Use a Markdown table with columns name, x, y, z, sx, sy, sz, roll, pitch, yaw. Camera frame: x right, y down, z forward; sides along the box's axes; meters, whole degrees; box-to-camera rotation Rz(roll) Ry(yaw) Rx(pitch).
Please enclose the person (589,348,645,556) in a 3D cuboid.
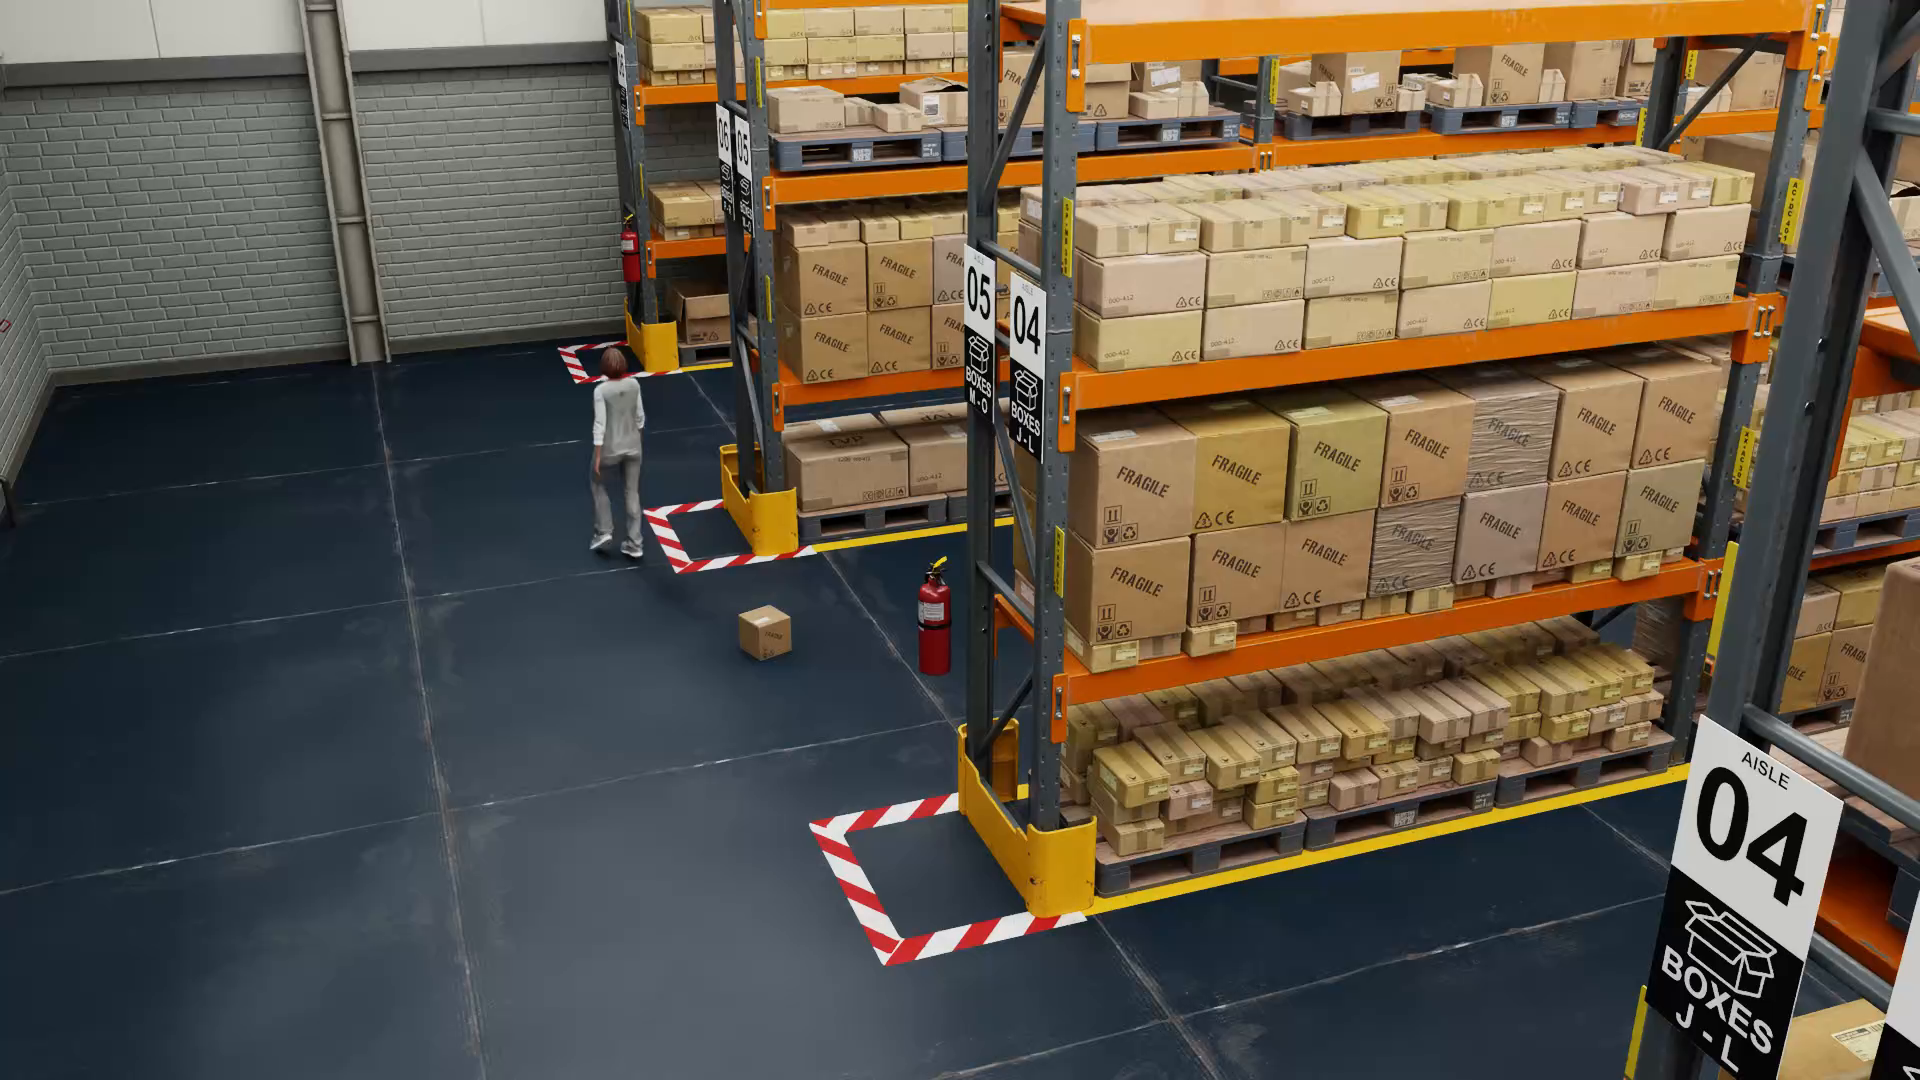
| name | x | y | z | sx | sy | sz | roll | pitch | yaw |
| --- | --- | --- | --- | --- | --- | --- | --- | --- | --- |
| person | -2.531 | -0.624 | 12.342 | 0.452 | 1.602 | 0.550 | -14 | 27 | -31 |
